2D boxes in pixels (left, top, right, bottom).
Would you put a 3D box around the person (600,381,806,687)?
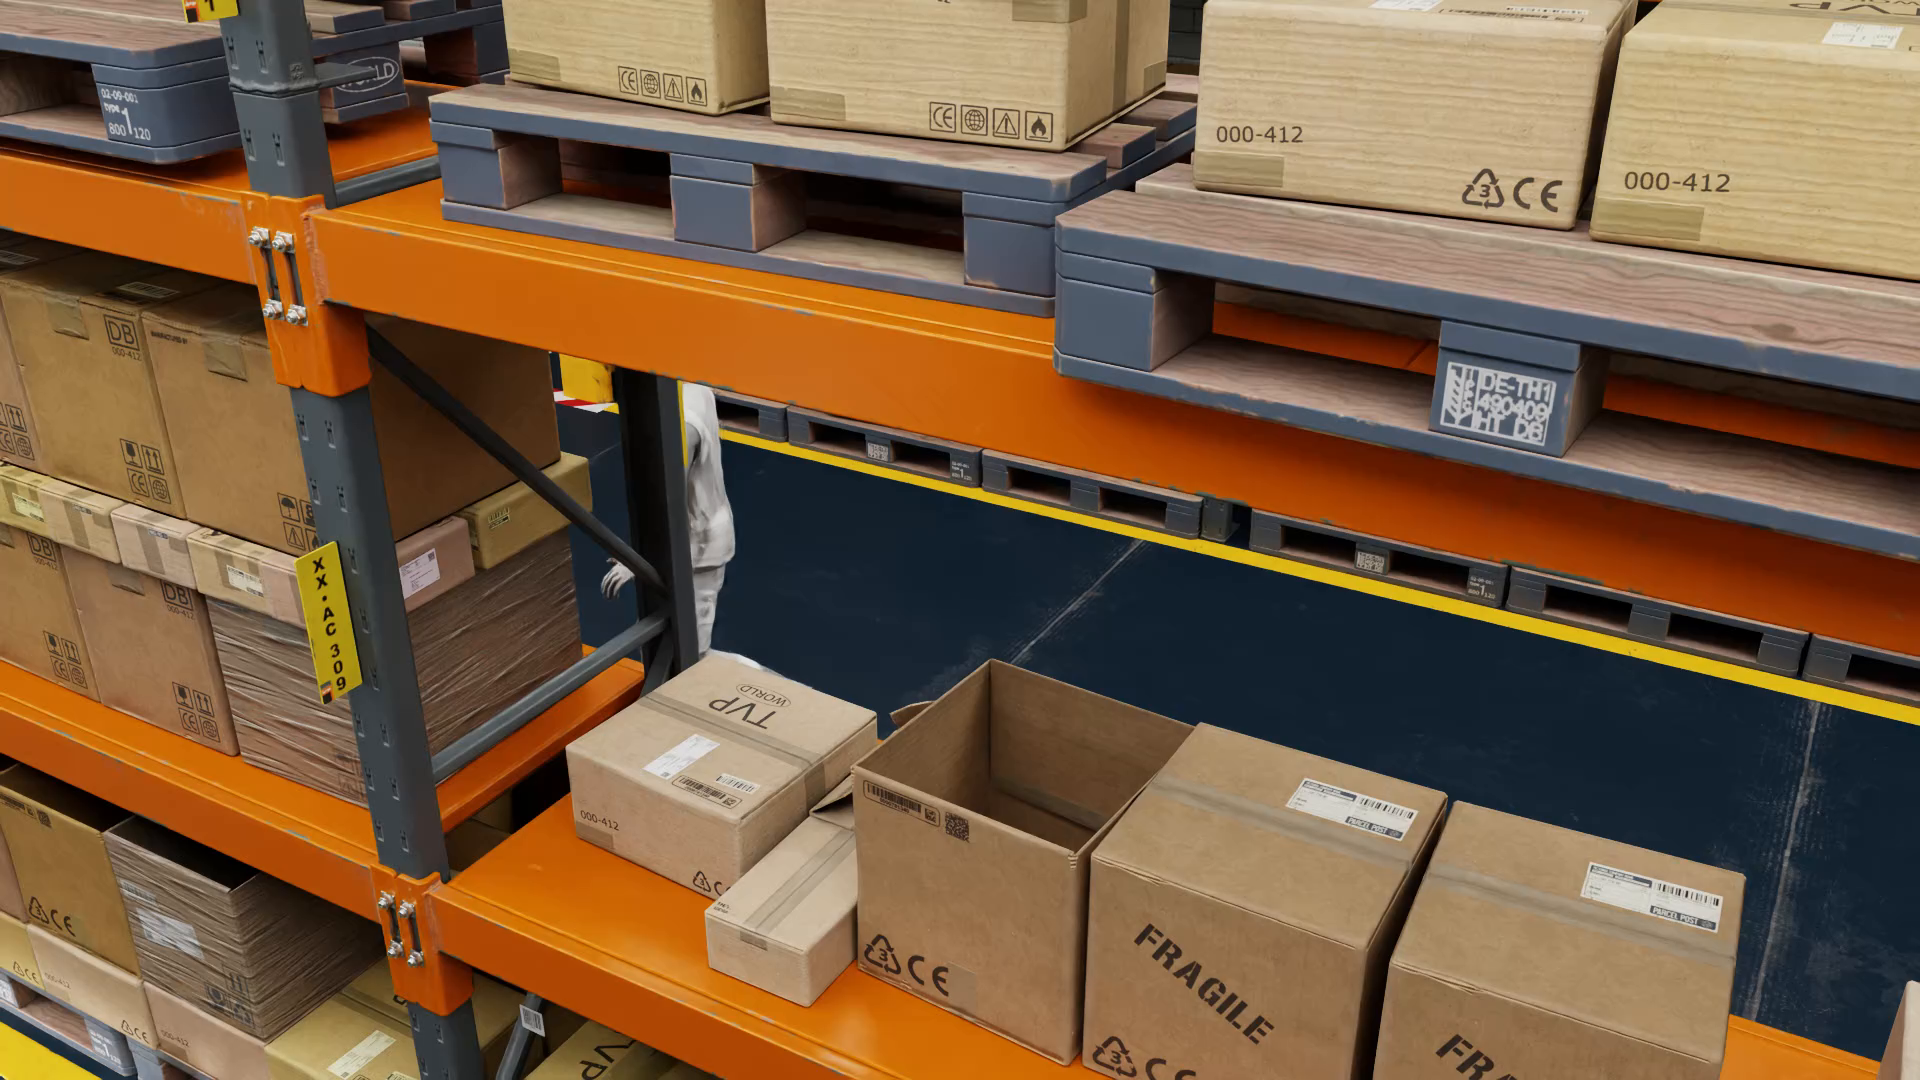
[{"bbox_3d":[-0.958,0.035,6.008,0.832,1.760,0.554,-4,27,-8],"label":"person"}]
